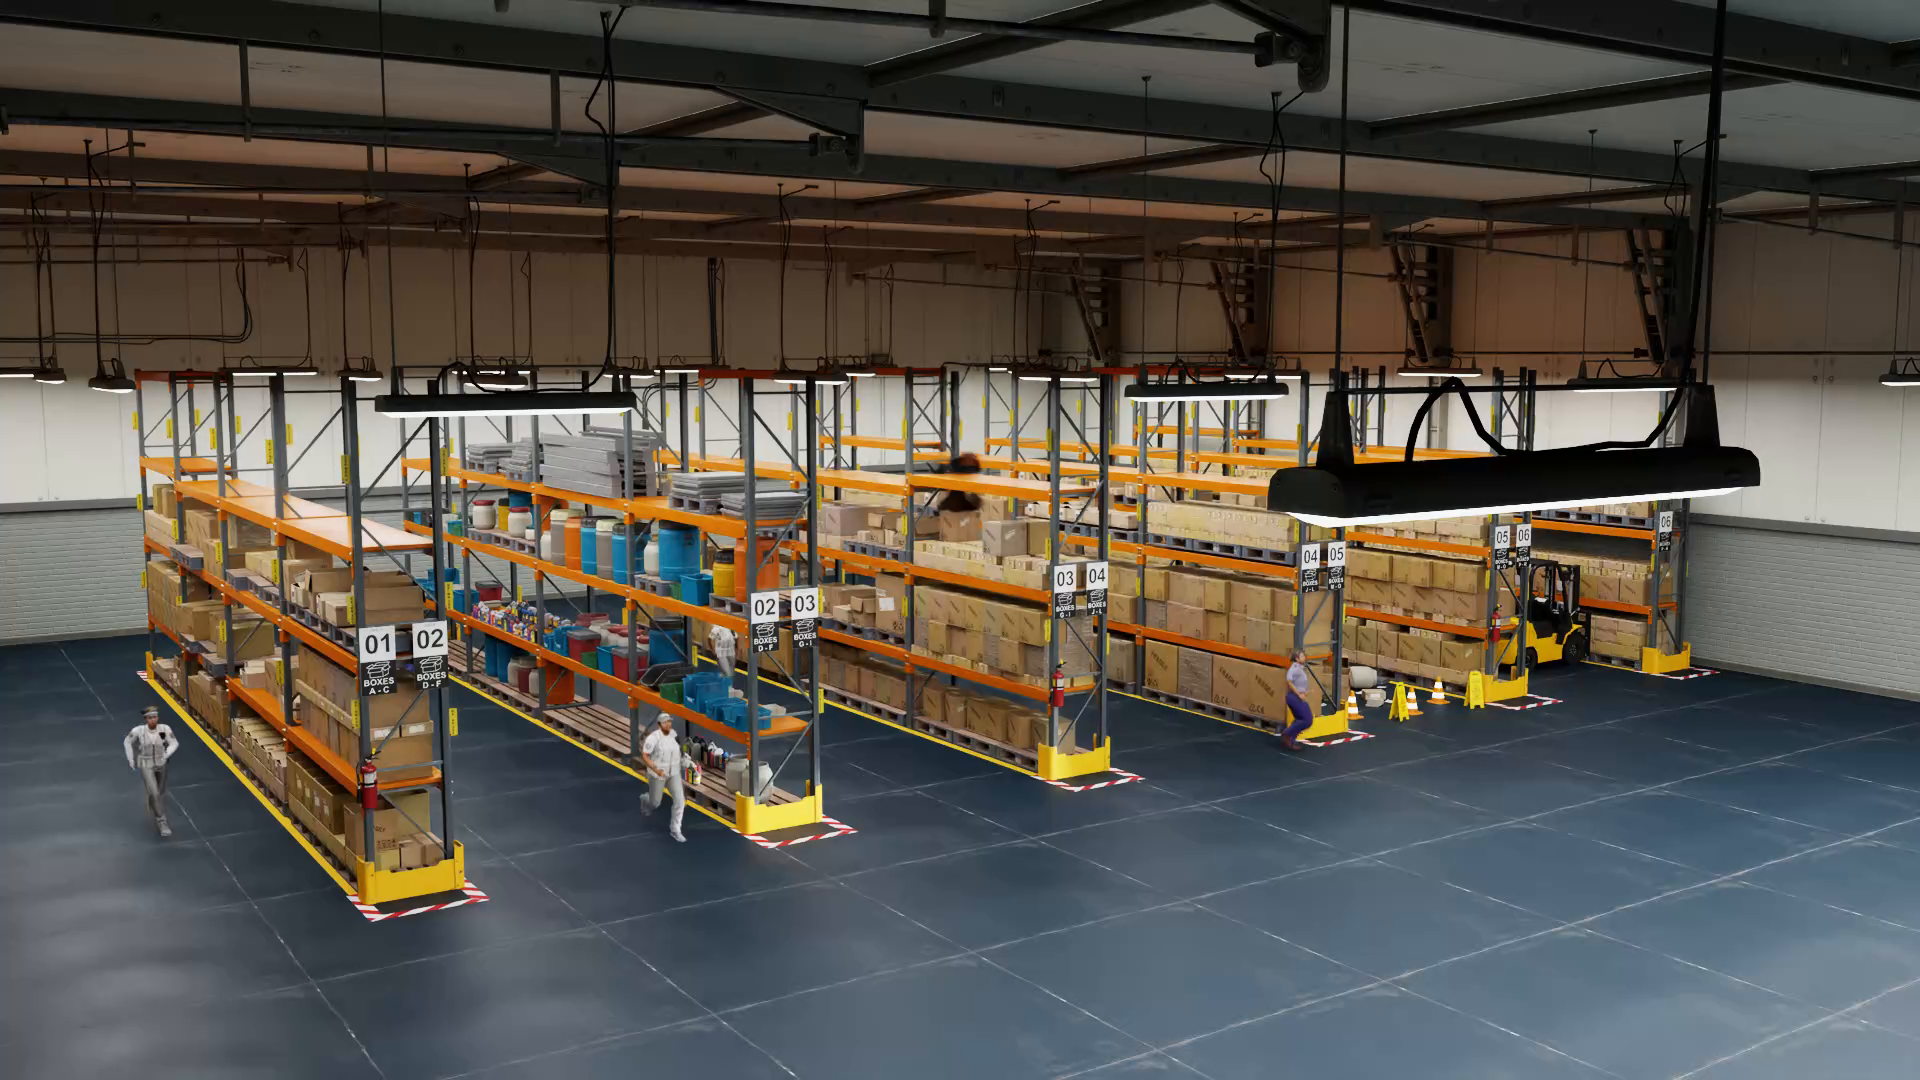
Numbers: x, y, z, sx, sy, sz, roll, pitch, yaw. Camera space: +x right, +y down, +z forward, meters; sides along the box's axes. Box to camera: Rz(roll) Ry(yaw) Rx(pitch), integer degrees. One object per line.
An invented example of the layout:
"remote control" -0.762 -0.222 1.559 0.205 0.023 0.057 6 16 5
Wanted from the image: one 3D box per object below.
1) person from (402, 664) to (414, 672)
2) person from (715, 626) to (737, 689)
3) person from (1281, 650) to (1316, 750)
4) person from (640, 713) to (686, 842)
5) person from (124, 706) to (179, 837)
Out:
"person" -9.006 2.565 27.041 0.530 1.426 0.590 -6 9 -42
"person" -4.279 2.110 30.212 0.412 1.685 0.824 -5 8 -35
"person" 5.401 2.546 26.500 0.536 1.602 0.581 1 7 10
"person" -3.903 3.085 21.864 0.590 1.658 0.953 -4 8 -34
"person" -10.705 3.012 22.070 0.636 1.693 0.961 -5 8 -36
